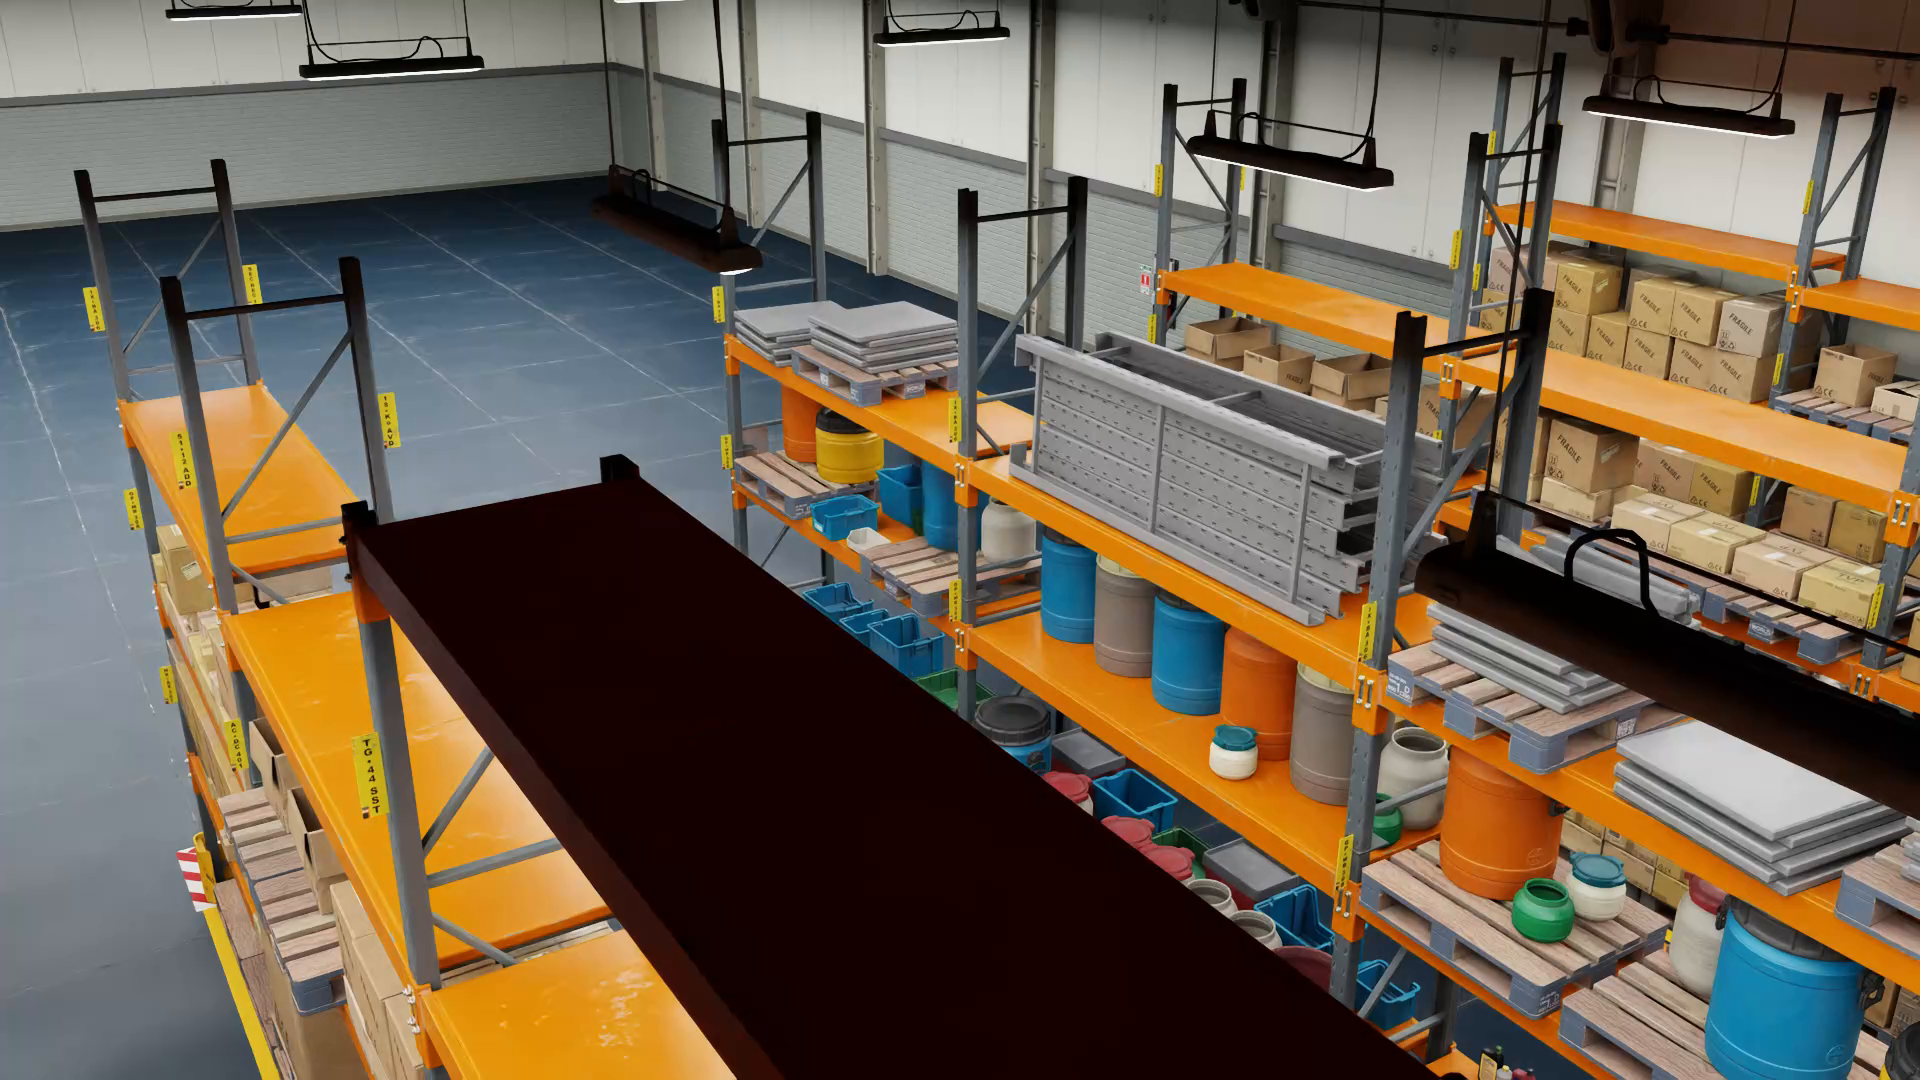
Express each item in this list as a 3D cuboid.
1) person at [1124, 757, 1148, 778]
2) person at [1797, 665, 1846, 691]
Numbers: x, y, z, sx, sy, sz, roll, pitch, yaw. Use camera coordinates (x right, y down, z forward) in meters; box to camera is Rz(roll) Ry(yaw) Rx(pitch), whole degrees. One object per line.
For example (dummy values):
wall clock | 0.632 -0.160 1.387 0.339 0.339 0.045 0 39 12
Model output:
person | 1.483 1.744 14.137 0.645 1.659 1.040 -13 25 -29
person | 7.948 1.370 15.581 0.675 1.722 1.054 -18 28 -37
